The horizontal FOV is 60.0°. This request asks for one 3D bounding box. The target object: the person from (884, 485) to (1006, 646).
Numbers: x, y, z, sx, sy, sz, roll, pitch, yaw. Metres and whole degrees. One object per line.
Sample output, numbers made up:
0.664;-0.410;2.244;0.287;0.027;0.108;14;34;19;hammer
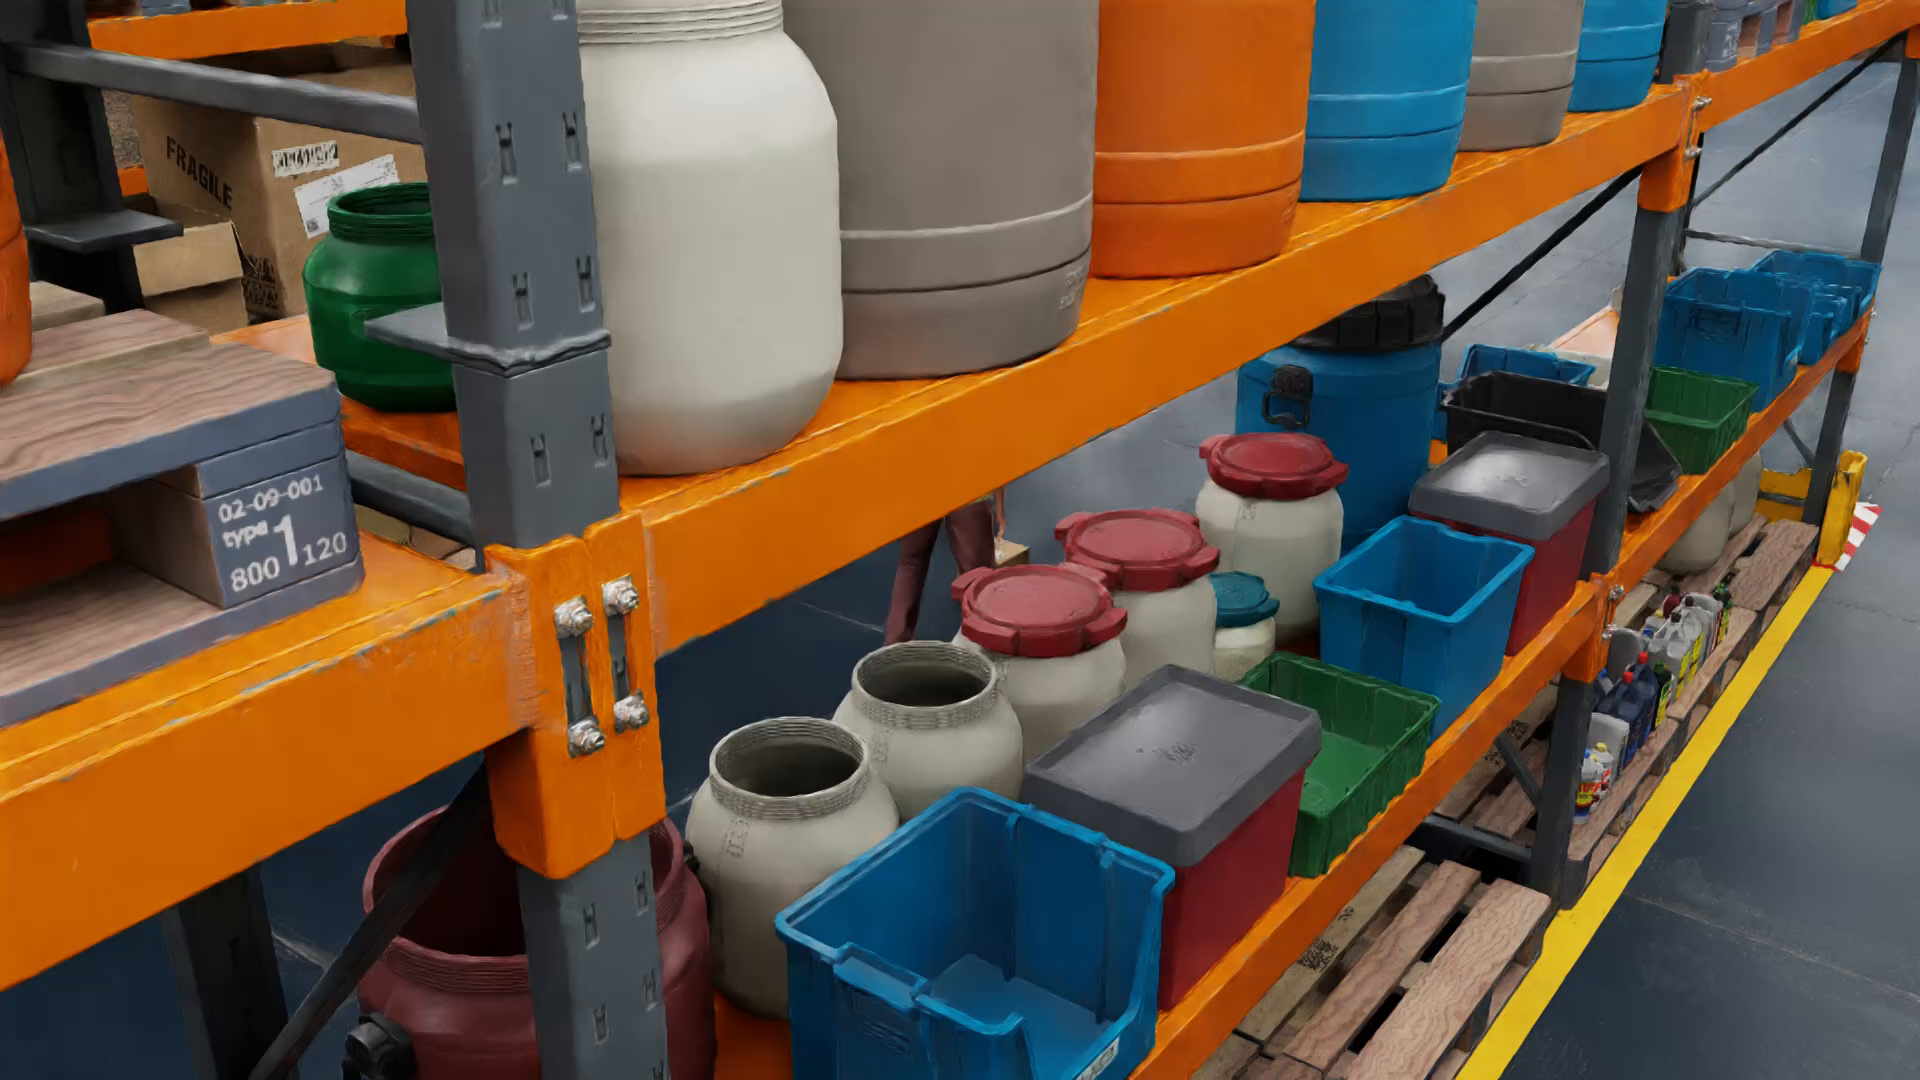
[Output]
-0.063;-0.183;6.967;0.597;1.674;0.445;8;25;18;person
